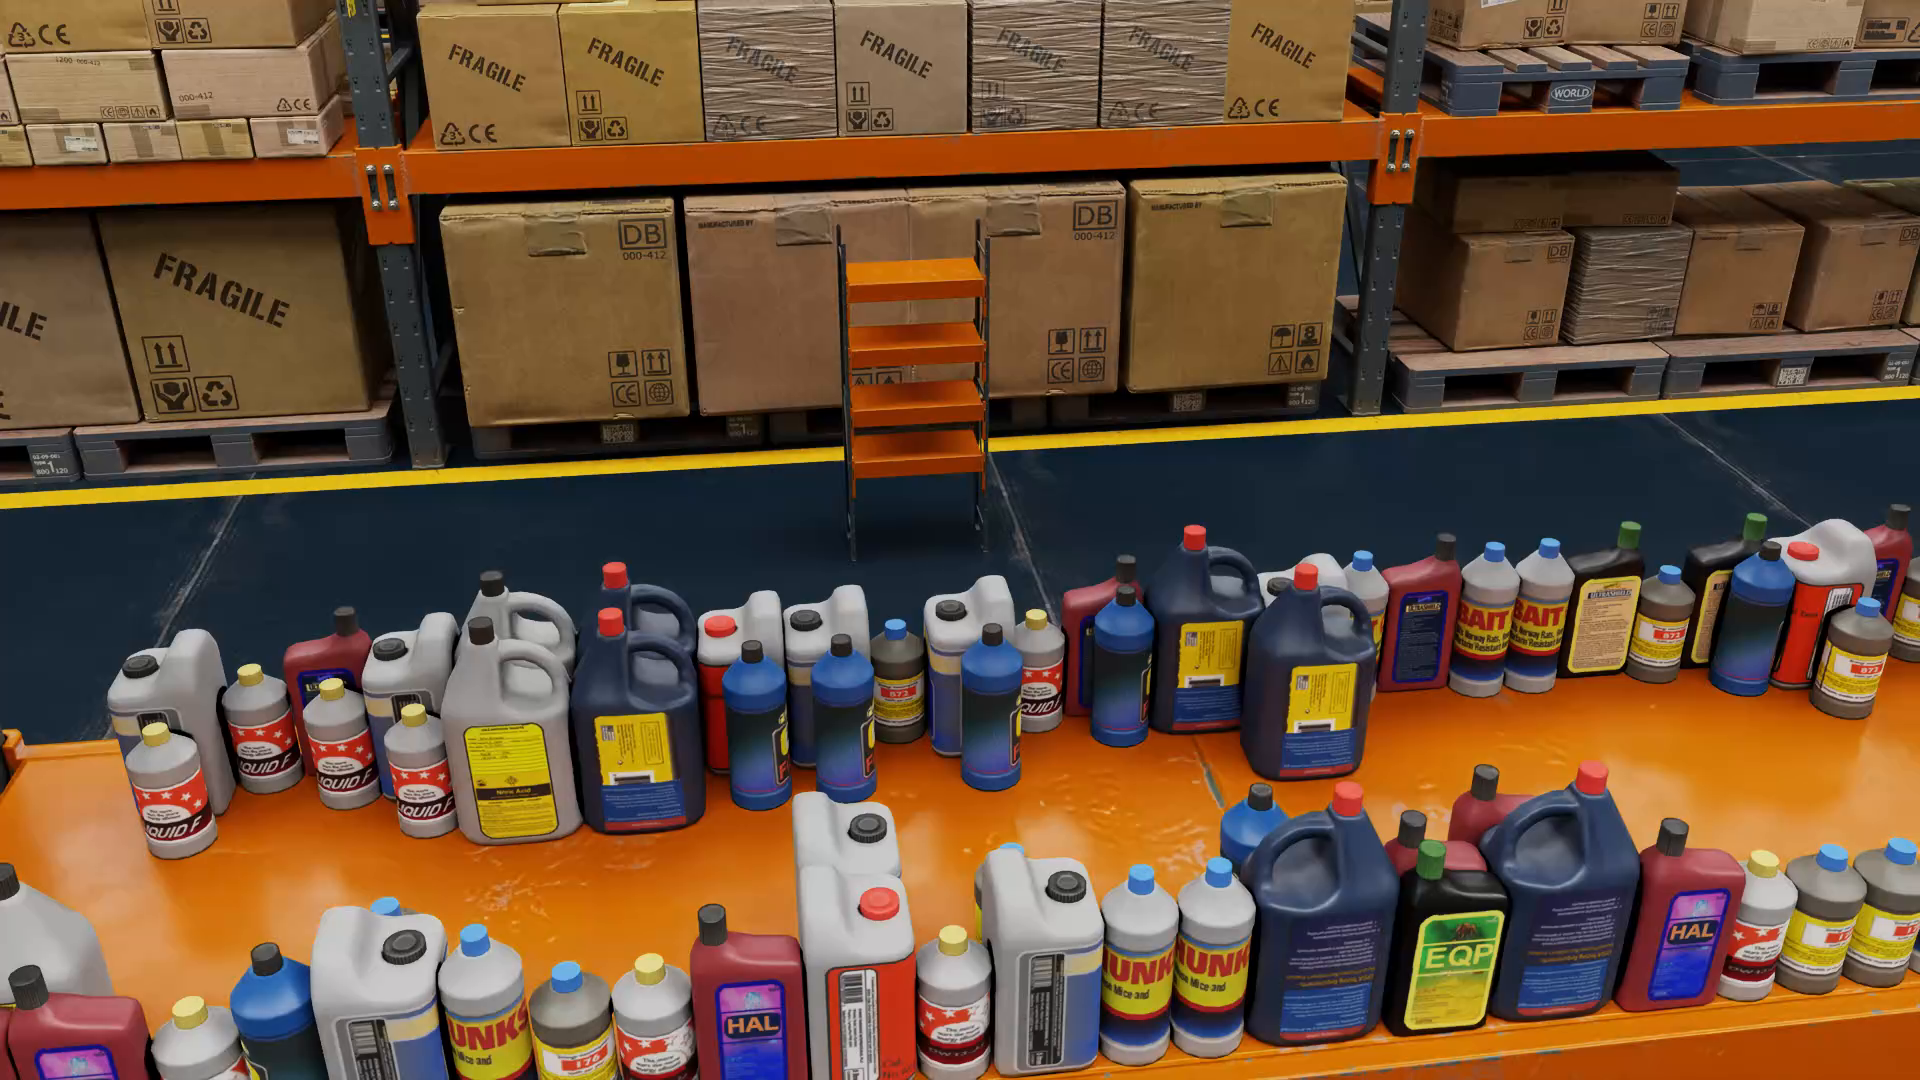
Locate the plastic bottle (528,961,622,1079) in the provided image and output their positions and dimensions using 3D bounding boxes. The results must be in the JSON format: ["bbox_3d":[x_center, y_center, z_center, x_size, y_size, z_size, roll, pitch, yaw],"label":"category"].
[{"bbox_3d":[-0.467,0.599,2.014,0.097,0.201,0.097,0,27,0],"label":"plastic bottle"}]

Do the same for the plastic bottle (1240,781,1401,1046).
[{"bbox_3d":[0.454,0.463,2.116,0.185,0.351,0.144,-4,27,-7],"label":"plastic bottle"}]

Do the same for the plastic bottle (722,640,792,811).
[{"bbox_3d":[-0.313,0.279,2.562,0.097,0.271,0.097,0,27,0],"label":"plastic bottle"}]

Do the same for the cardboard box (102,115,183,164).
[{"bbox_3d":[-3.011,-1.534,6.230,0.250,0.149,0.380,-4,27,-8],"label":"cardboard box"}]

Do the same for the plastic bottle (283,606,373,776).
[{"bbox_3d":[-0.987,0.238,2.628,0.133,0.283,0.061,-4,27,-7],"label":"plastic bottle"}]

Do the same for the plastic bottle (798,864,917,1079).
[{"bbox_3d":[-0.127,0.532,2.064,0.135,0.276,0.152,-4,27,-7],"label":"plastic bottle"}]

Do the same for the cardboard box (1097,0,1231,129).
[{"bbox_3d":[0.767,-1.973,6.700,0.500,0.500,0.500,-4,27,-8],"label":"cardboard box"}]

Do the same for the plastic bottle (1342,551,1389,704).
[{"bbox_3d":[0.670,0.145,2.822,0.097,0.271,0.097,0,27,0],"label":"plastic bottle"}]

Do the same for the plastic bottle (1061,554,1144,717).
[{"bbox_3d":[0.237,0.159,2.782,0.133,0.283,0.061,-4,27,-7],"label":"plastic bottle"}]

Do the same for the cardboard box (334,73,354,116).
[{"bbox_3d":[-2.585,-1.866,6.877,0.250,0.149,0.380,-4,27,-7],"label":"cardboard box"}]

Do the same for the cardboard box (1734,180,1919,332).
[{"bbox_3d":[4.037,-1.352,7.855,0.500,0.500,0.700,-6,28,-12],"label":"cardboard box"}]

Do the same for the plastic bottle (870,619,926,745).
[{"bbox_3d":[-0.105,0.226,2.741,0.097,0.201,0.097,0,27,0],"label":"plastic bottle"}]

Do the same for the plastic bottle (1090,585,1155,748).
[{"bbox_3d":[0.266,0.199,2.717,0.097,0.271,0.097,0,27,0],"label":"plastic bottle"}]

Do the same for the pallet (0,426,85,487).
[{"bbox_3d":[-4.220,-0.514,7.020,1.213,0.211,1.003,-4,27,-7],"label":"pallet"}]

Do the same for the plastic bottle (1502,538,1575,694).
[{"bbox_3d":[0.995,0.124,2.863,0.097,0.271,0.097,0,27,0],"label":"plastic bottle"}]

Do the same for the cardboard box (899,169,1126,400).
[{"bbox_3d":[0.146,-1.255,7.277,0.875,0.875,1.225,-4,27,-7],"label":"cardboard box"}]

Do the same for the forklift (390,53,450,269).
[{"bbox_3d":[-1.600,-3.114,9.109,3.031,2.935,1.130,-9,29,-17],"label":"forklift"}]

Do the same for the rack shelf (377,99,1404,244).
[{"bbox_3d":[-0.265,-1.654,6.975,4.000,0.370,1.077,-4,27,-7],"label":"rack shelf"}]

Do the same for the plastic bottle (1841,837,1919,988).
[{"bbox_3d":[1.237,0.490,2.227,0.097,0.201,0.097,0,27,0],"label":"plastic bottle"}]

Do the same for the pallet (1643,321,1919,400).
[{"bbox_3d":[3.695,-0.985,7.939,1.213,0.211,1.003,-4,27,-7],"label":"pallet"}]

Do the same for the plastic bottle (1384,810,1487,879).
[{"bbox_3d":[0.609,0.474,2.168,0.133,0.283,0.061,-4,27,-7],"label":"plastic bottle"}]

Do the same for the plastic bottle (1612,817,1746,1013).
[{"bbox_3d":[0.933,0.481,2.154,0.133,0.283,0.061,-4,27,-7],"label":"plastic bottle"}]

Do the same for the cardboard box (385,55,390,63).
[{"bbox_3d":[-3.913,-3.103,11.024,0.250,0.149,0.380,-3,27,-5],"label":"cardboard box"}]

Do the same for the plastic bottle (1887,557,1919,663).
[{"bbox_3d":[1.717,0.109,2.969,0.097,0.201,0.097,0,27,0],"label":"plastic bottle"}]

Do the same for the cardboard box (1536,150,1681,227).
[{"bbox_3d":[2.899,-1.613,7.542,0.500,0.250,0.500,-1,27,-1],"label":"cardboard box"}]

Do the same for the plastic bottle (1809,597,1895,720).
[{"bbox_3d":[1.510,0.193,2.807,0.097,0.201,0.097,0,27,0],"label":"plastic bottle"}]

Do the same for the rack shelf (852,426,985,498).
[{"bbox_3d":[-0.164,-0.287,6.077,0.480,0.148,0.258,-4,27,-7],"label":"rack shelf"}]

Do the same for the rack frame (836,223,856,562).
[{"bbox_3d":[-0.406,-0.508,5.925,0.015,1.200,0.240,-4,27,-7],"label":"rack frame"}]

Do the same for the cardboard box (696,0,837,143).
[{"bbox_3d":[-0.762,-1.871,6.502,0.500,0.500,0.500,-4,27,-8],"label":"cardboard box"}]

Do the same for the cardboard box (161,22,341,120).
[{"bbox_3d":[-2.646,-1.765,6.243,0.500,0.250,0.500,-4,27,-8],"label":"cardboard box"}]

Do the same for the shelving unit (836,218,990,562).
[{"bbox_3d":[-0.164,-0.523,5.956,0.503,1.200,0.258,-4,27,-7],"label":"shelving unit"}]

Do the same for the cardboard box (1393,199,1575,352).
[{"bbox_3d":[2.376,-1.236,7.630,0.500,0.500,0.700,-5,28,-10],"label":"cardboard box"}]

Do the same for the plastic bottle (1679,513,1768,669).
[{"bbox_3d":[1.335,0.089,2.919,0.133,0.283,0.061,-4,27,-7],"label":"plastic bottle"}]

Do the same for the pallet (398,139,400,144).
[{"bbox_3d":[-3.497,-2.796,11.467,1.213,0.211,1.003,-4,27,-7],"label":"pallet"}]

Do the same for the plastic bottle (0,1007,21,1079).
[{"bbox_3d":[-1.133,0.614,1.895,0.133,0.283,0.061,-4,27,-7],"label":"plastic bottle"}]

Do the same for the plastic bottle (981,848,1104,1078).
[{"bbox_3d":[0.103,0.517,2.093,0.135,0.276,0.152,-4,27,-7],"label":"plastic bottle"}]

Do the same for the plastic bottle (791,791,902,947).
[{"bbox_3d":[-0.148,0.463,2.198,0.135,0.276,0.152,-4,27,-7],"label":"plastic bottle"}]

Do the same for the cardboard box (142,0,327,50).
[{"bbox_3d":[-2.663,-2.096,6.065,0.500,0.500,0.500,-3,27,-6],"label":"cardboard box"}]

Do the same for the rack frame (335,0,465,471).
[{"bbox_3d":[-2.245,-1.846,6.563,0.127,3.000,1.000,-4,27,-7],"label":"rack frame"}]

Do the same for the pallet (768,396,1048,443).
[{"bbox_3d":[-0.281,-0.768,7.516,1.213,0.211,1.003,-4,27,-7],"label":"pallet"}]

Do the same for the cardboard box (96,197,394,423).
[{"bbox_3d":[-2.910,-1.082,6.941,0.875,0.875,0.875,-4,27,-7],"label":"cardboard box"}]

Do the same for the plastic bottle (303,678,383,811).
[{"bbox_3d":[-0.959,0.309,2.580,0.097,0.201,0.097,0,27,0],"label":"plastic bottle"}]

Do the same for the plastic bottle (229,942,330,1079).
[{"bbox_3d":[-0.793,0.589,1.957,0.097,0.271,0.097,0,27,0],"label":"plastic bottle"}]

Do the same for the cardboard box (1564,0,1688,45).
[{"bbox_3d":[2.784,-2.465,7.199,0.500,0.500,0.700,0,27,1],"label":"cardboard box"}]

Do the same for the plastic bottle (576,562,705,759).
[{"bbox_3d":[-0.508,0.196,2.636,0.185,0.351,0.144,-4,27,-7],"label":"plastic bottle"}]

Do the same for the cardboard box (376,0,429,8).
[{"bbox_3d":[-5.149,-5.325,15.688,0.875,0.438,0.875,-4,27,-9],"label":"cardboard box"}]
